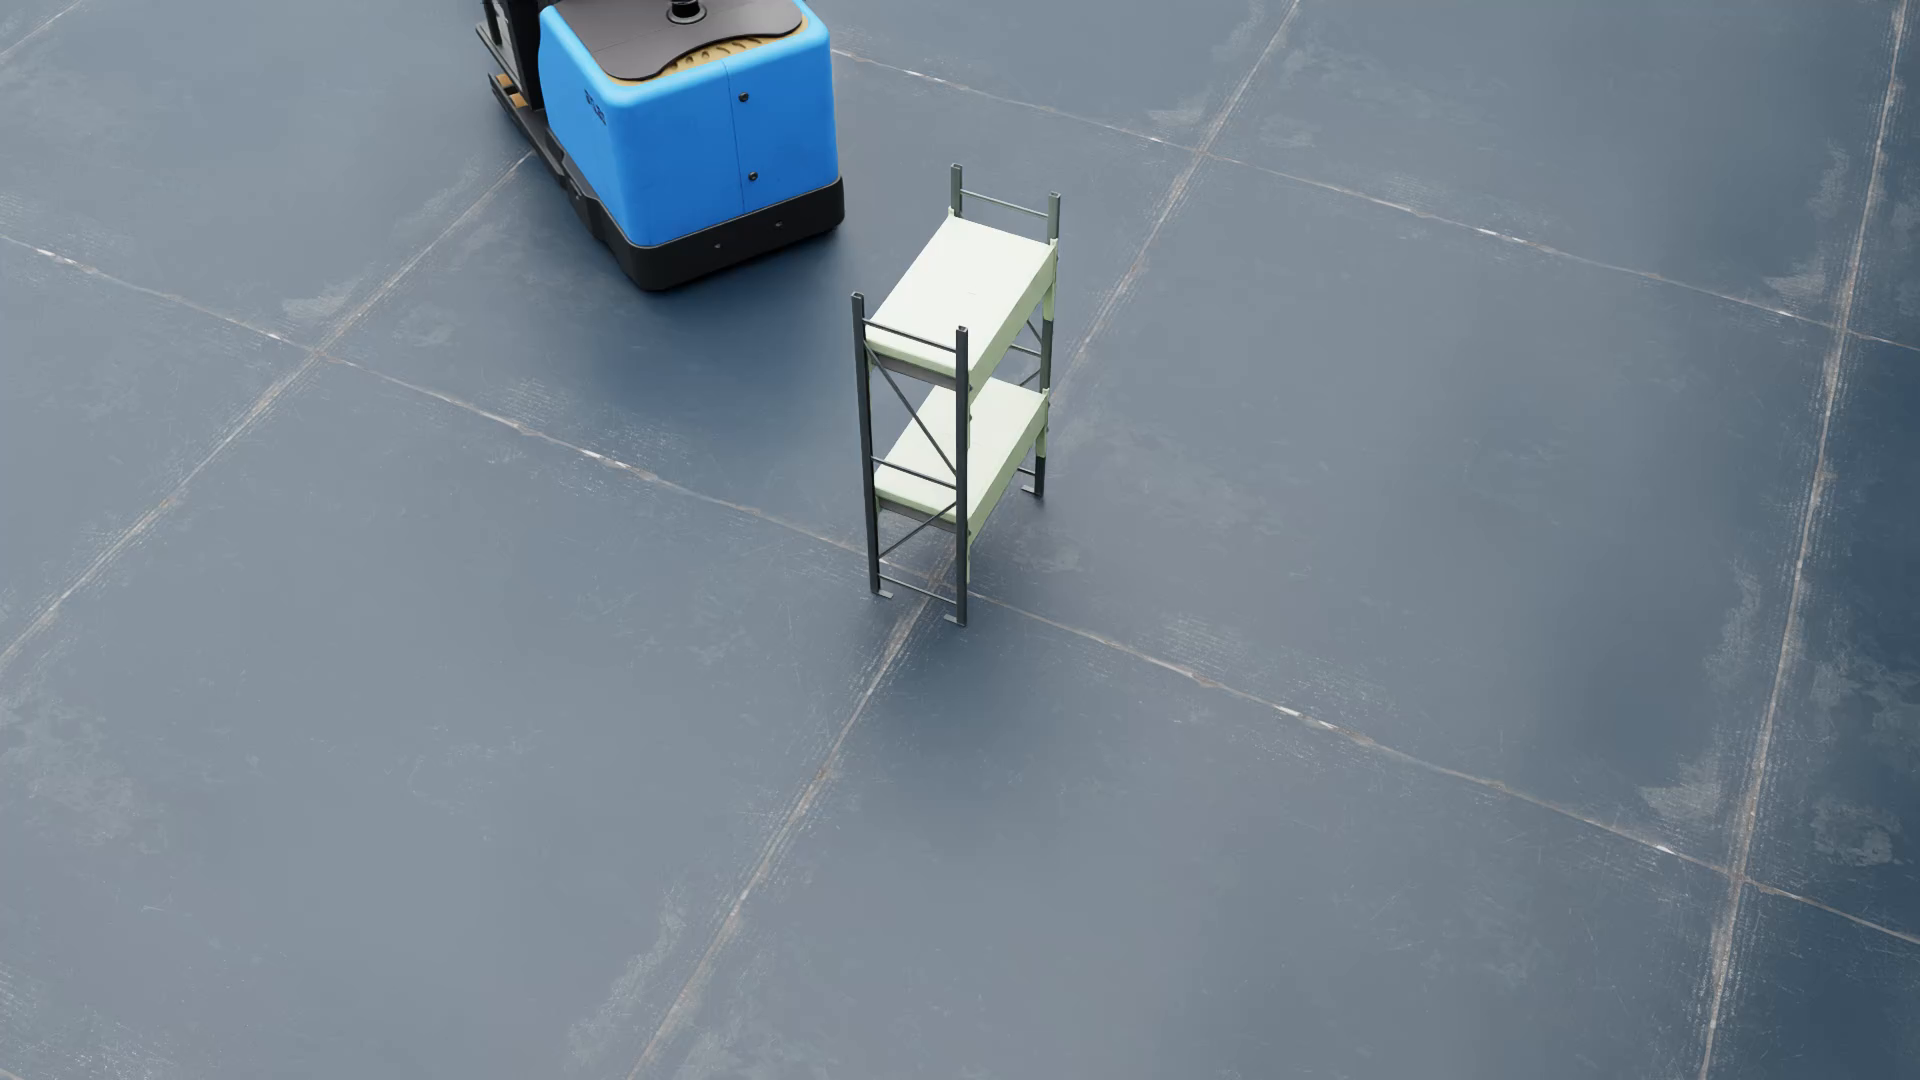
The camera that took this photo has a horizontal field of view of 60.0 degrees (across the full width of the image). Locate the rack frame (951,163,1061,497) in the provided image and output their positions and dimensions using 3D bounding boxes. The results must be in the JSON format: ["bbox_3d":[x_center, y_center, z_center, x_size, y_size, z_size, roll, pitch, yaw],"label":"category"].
[{"bbox_3d":[0.154,-0.733,6.204,0.400,1.500,0.023,20,52,16],"label":"rack frame"}]

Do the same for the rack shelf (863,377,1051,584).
[{"bbox_3d":[6.294,-10.318,14.945,6.000,0.609,30.141,20,52,16],"label":"rack shelf"}]

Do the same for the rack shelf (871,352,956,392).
[{"bbox_3d":[-0.003,-0.781,5.638,0.332,0.071,0.664,20,52,16],"label":"rack shelf"}]

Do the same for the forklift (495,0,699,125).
[{"bbox_3d":[6.775,-17.644,15.662,32.329,9.011,22.583,-24,54,-19],"label":"forklift"}]

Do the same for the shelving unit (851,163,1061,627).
[{"bbox_3d":[6.291,-10.601,14.600,6.000,1.500,30.159,20,52,16],"label":"shelving unit"}]

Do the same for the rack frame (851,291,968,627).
[{"bbox_3d":[-0.159,-0.229,5.776,0.400,1.500,0.023,20,52,16],"label":"rack frame"}]
